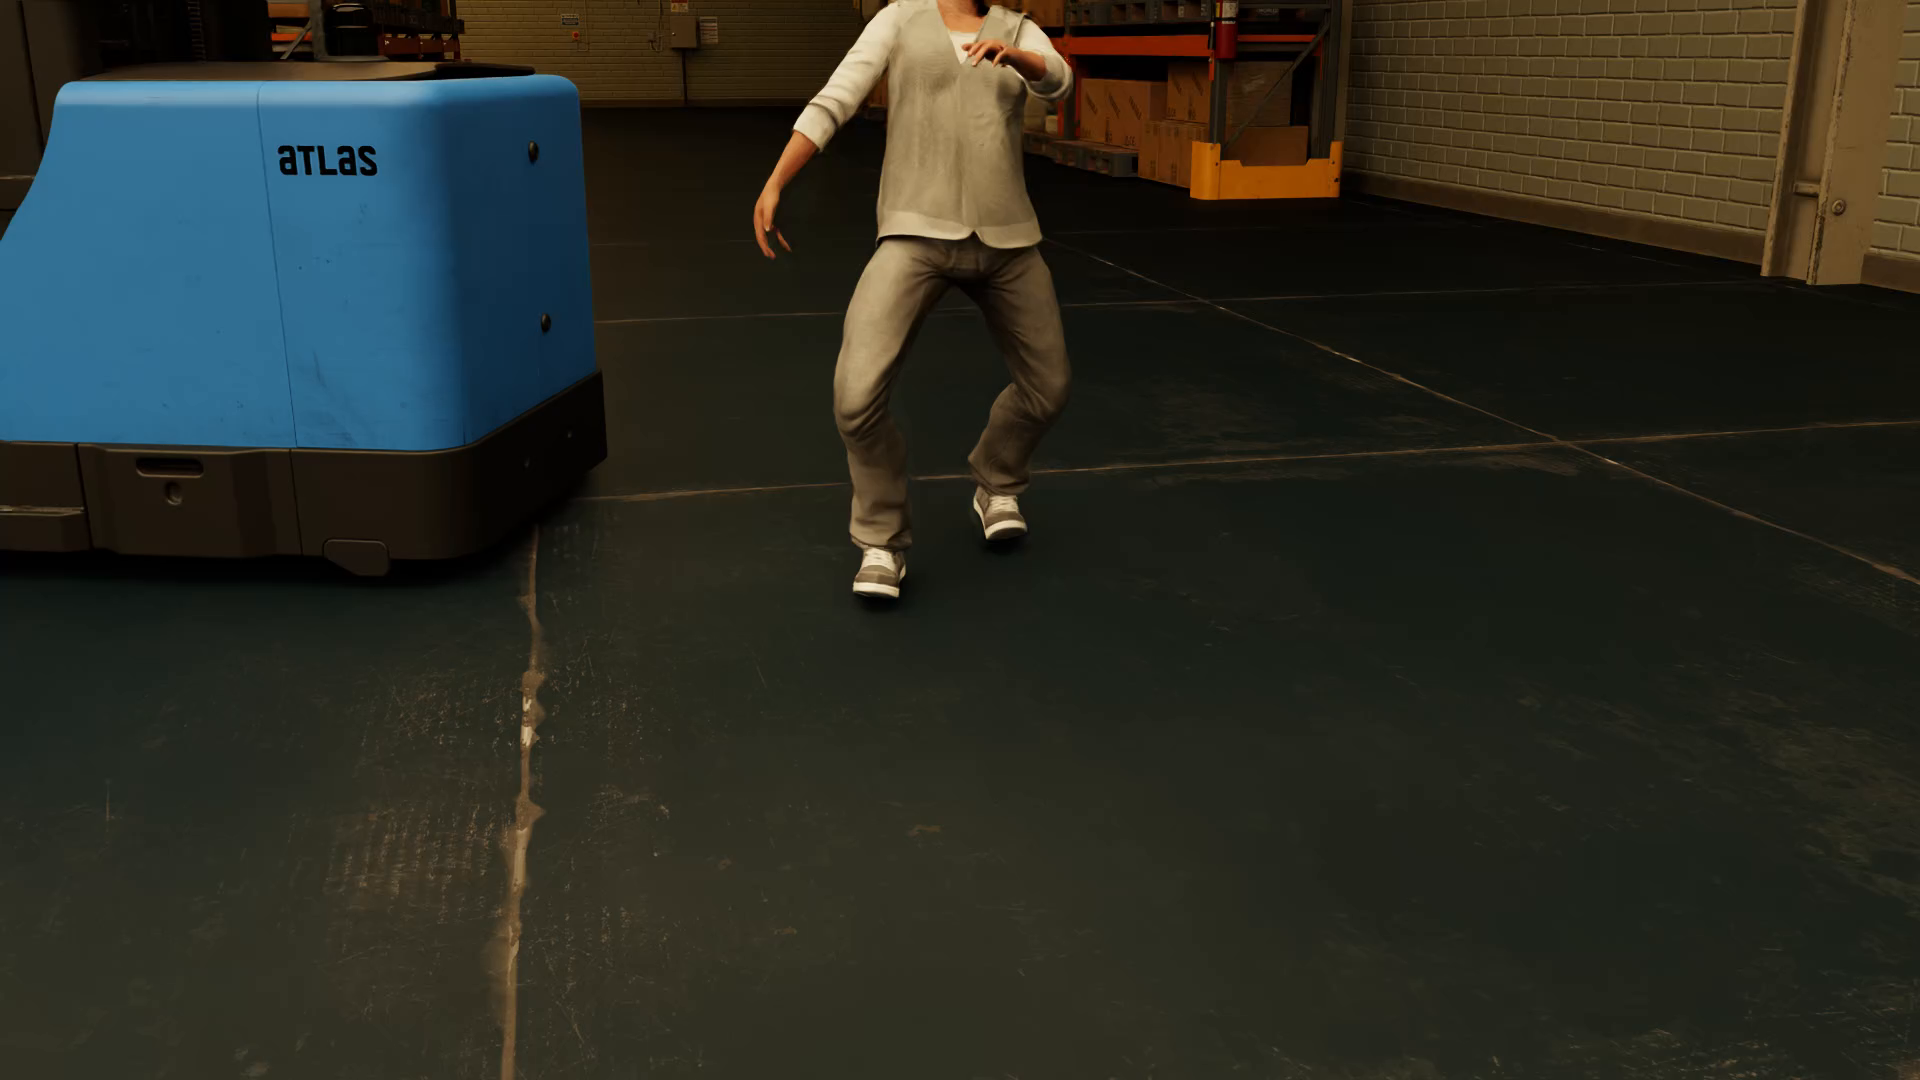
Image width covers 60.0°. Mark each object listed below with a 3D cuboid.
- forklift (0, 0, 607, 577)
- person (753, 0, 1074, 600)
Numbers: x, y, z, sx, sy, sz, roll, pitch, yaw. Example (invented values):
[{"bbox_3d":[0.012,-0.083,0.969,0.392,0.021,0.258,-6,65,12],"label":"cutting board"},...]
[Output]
[{"bbox_3d":[-2.511,-1.484,3.864,3.031,2.935,1.130,2,17,6],"label":"forklift"},{"bbox_3d":[-0.078,-0.604,3.487,0.712,1.442,0.794,-6,17,-19],"label":"person"}]
